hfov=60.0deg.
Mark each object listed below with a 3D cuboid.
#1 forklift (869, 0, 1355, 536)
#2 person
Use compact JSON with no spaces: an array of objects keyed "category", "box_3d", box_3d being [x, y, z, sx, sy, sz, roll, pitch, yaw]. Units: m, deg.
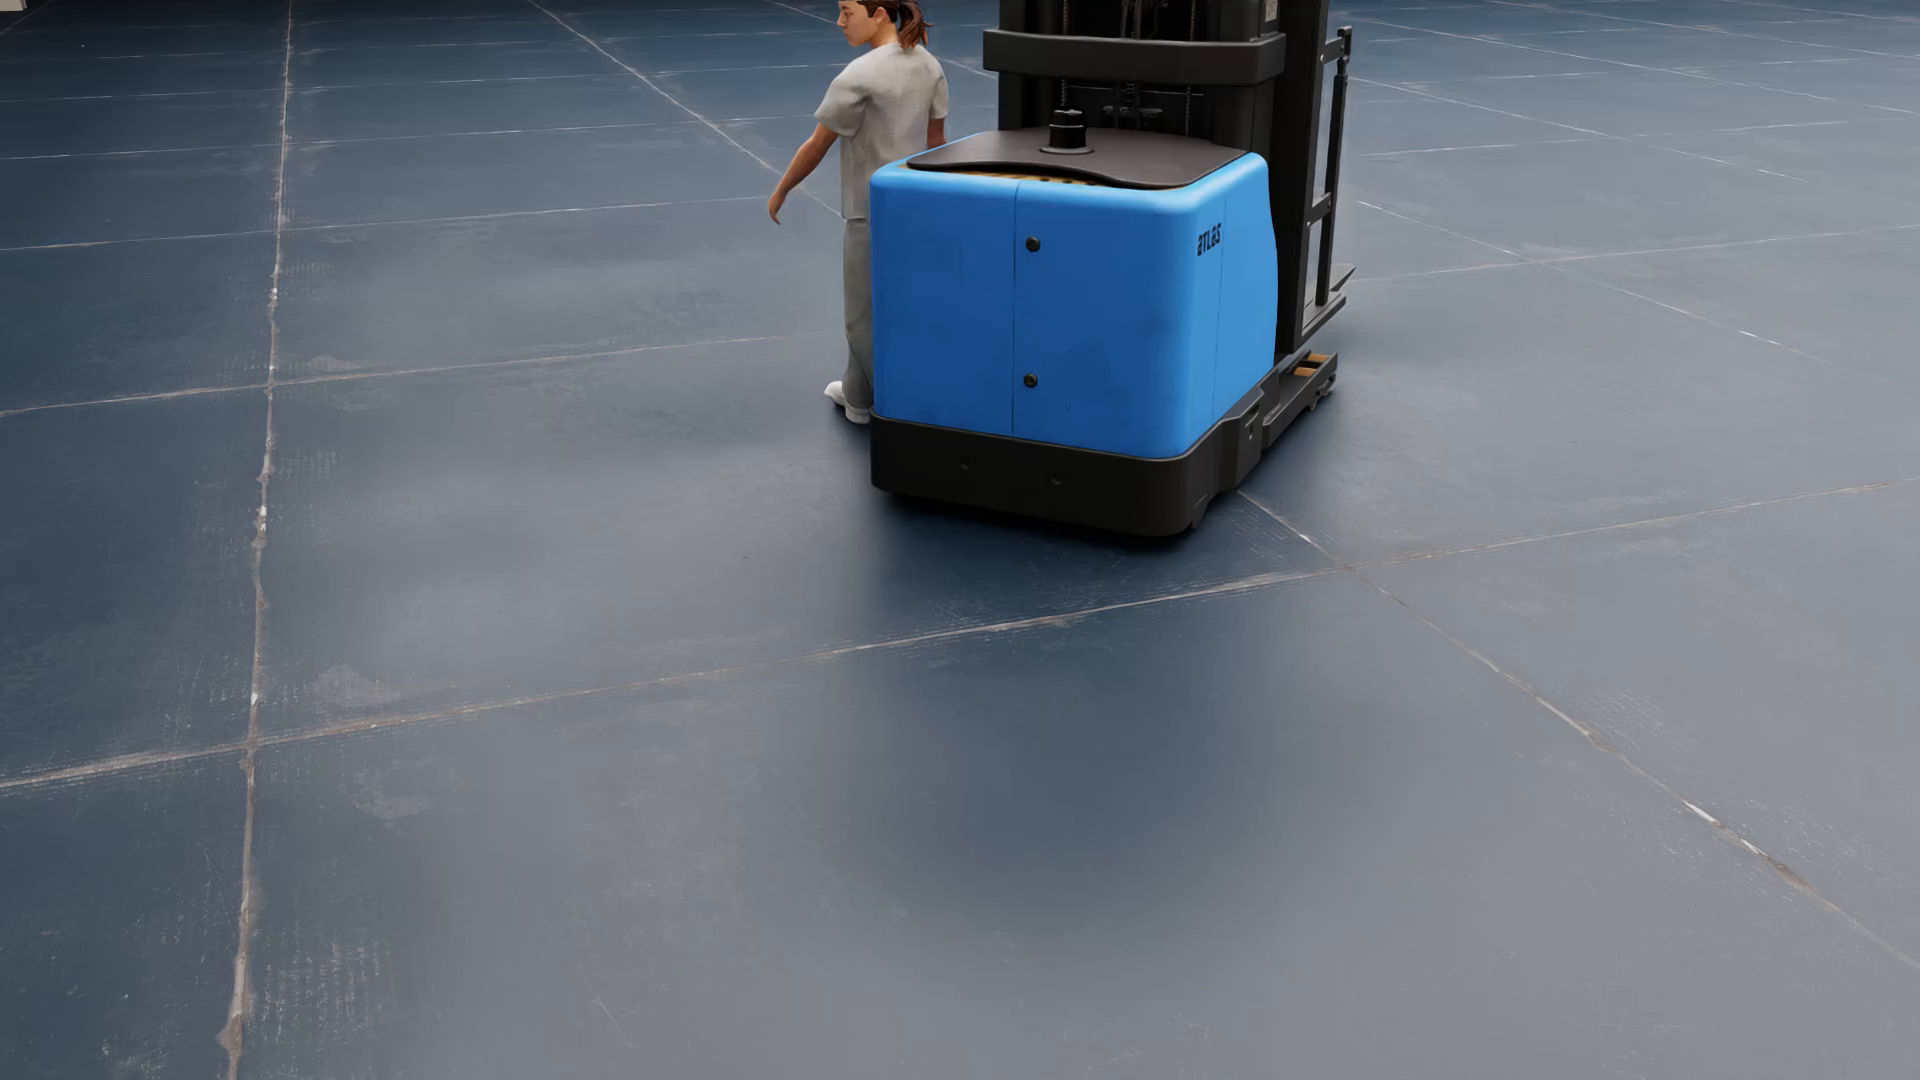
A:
[{"category":"forklift","box_3d":[0.803,-1.898,5.812,1.130,2.935,3.031,10,25,23]},{"category":"person","box_3d":[-0.280,-1.117,5.667,0.784,1.643,0.626,14,27,31]}]
